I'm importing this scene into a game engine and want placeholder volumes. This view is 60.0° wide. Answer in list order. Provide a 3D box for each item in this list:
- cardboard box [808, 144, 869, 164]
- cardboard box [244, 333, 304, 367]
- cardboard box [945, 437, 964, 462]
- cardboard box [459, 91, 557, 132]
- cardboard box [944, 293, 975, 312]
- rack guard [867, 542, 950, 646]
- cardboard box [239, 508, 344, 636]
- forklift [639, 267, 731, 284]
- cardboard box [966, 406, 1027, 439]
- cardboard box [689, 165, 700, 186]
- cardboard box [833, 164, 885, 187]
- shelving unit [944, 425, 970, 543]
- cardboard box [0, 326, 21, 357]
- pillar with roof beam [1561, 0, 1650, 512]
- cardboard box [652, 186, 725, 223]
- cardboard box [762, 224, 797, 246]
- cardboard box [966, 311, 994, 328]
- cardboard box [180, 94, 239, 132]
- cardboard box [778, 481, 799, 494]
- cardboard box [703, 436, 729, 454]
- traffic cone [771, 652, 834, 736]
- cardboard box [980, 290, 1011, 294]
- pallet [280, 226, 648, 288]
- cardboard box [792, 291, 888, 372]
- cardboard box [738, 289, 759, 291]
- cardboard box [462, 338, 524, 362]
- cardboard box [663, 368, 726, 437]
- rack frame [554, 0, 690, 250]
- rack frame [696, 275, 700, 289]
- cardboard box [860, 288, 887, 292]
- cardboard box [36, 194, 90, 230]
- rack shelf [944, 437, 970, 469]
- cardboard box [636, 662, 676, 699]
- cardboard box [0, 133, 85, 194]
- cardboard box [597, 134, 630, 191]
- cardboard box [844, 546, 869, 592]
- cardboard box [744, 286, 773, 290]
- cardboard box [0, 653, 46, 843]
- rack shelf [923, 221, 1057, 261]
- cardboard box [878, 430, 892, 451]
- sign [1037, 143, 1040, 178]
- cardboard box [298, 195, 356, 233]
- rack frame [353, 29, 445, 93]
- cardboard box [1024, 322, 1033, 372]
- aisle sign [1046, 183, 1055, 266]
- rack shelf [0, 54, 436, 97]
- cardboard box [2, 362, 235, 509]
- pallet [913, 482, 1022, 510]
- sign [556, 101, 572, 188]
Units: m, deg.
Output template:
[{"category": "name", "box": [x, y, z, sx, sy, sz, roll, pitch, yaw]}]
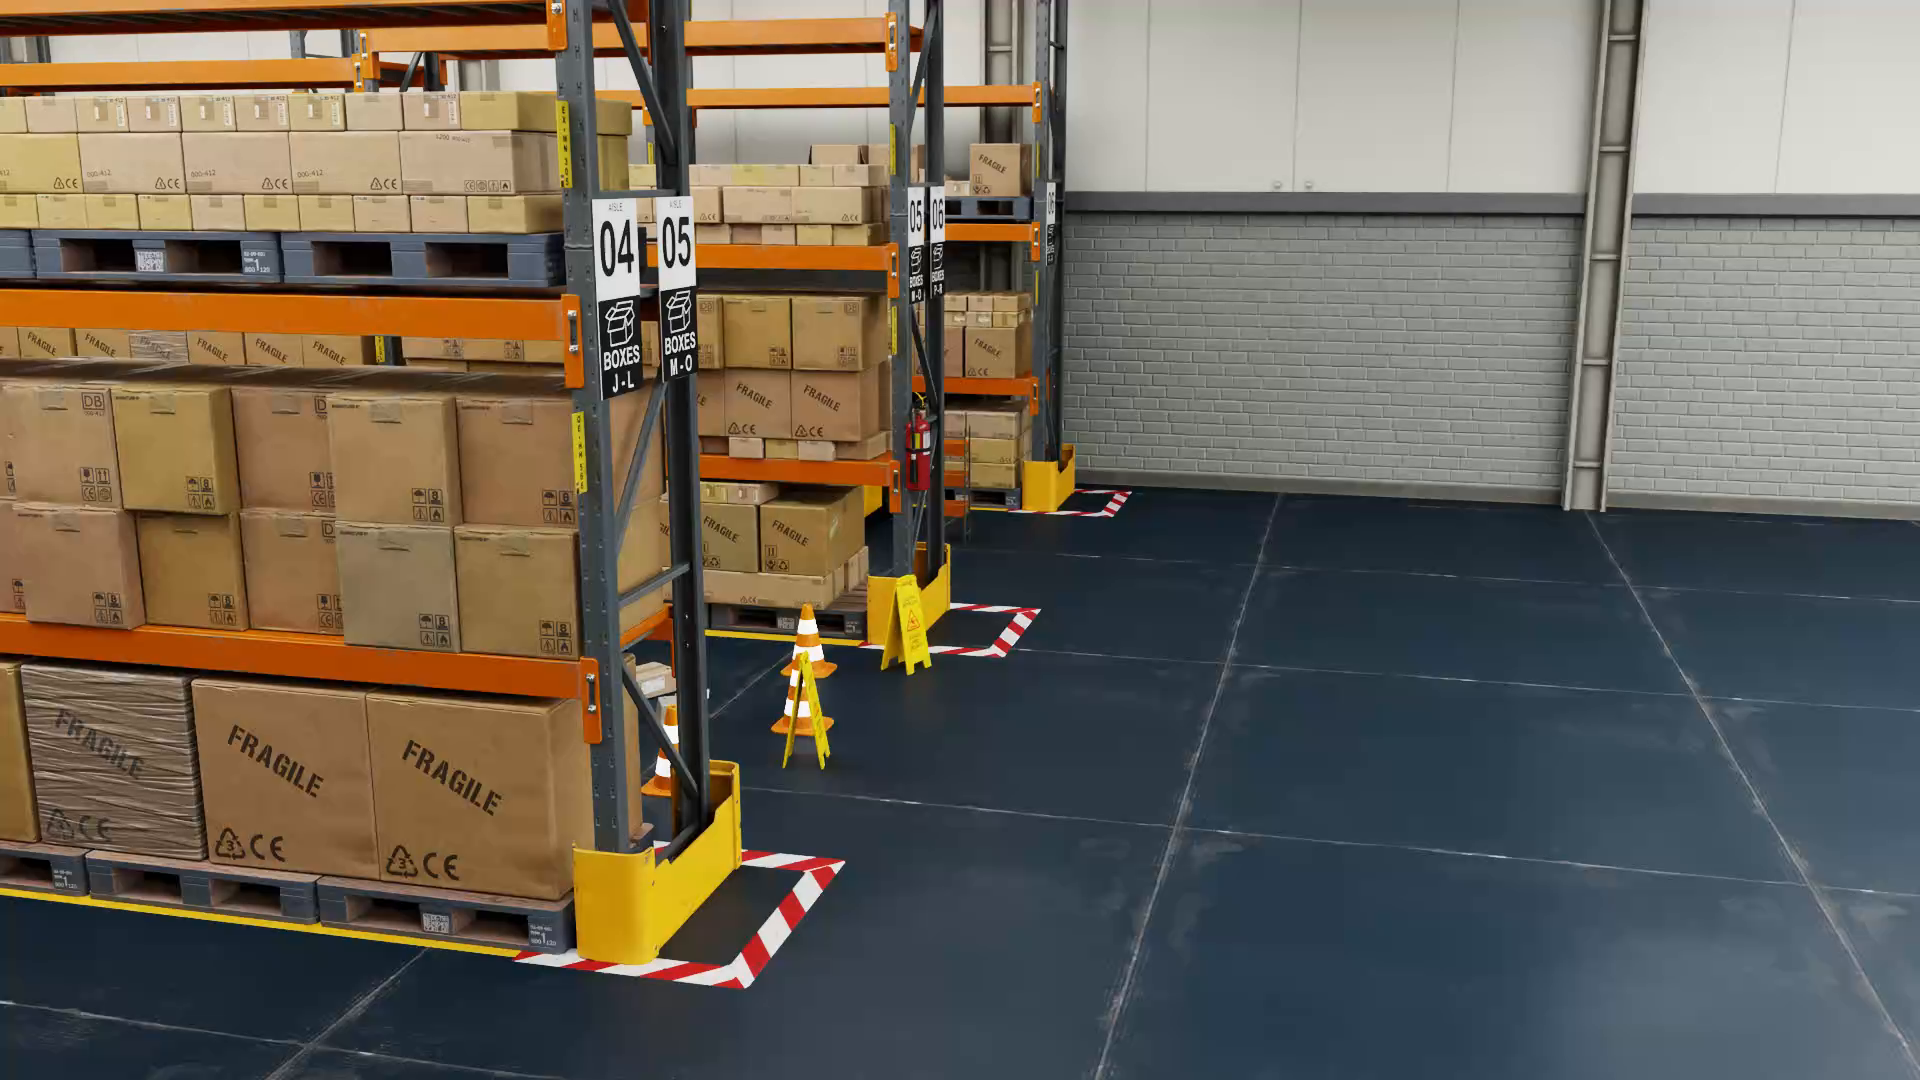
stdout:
[{"category": "cardboard box", "box": [-1.127, -3.725, 16.752, 0.637, 0.503, 0.797, 3, 13, 15]}, {"category": "cardboard box", "box": [-5.164, -1.436, 12.911, 0.500, 0.500, 0.500, 3, 13, 14]}, {"category": "cardboard box", "box": [-0.142, -0.967, 16.907, 0.500, 0.250, 0.500, 3, 13, 13]}, {"category": "cardboard box", "box": [-1.792, -1.713, 6.660, 0.250, 0.149, 0.380, 3, 13, 14]}, {"category": "cardboard box", "box": [-0.016, -2.372, 16.599, 0.250, 0.149, 0.380, 3, 13, 15]}, {"category": "rack guard", "box": [-0.369, 0.388, 12.347, 0.348, 0.500, 1.175, 3, 13, 14]}, {"category": "cardboard box", "box": [-2.807, 0.055, 7.729, 0.550, 0.550, 0.875, 3, 13, 14]}, {"category": "forklift", "box": [-2.901, -1.799, 16.594, 1.130, 2.935, 3.031, 12, 17, 43]}, {"category": "cardboard box", "box": [0.368, -1.181, 16.720, 0.500, 0.250, 0.500, 4, 13, 15]}, {"category": "cardboard box", "box": [-1.905, -2.603, 11.871, 0.250, 0.149, 0.380, 3, 13, 12]}, {"category": "cardboard box", "box": [-0.695, -2.515, 11.474, 0.250, 0.149, 0.380, 3, 13, 14]}, {"category": "shelving unit", "box": [-0.052, -0.515, 15.149, 0.252, 1.050, 0.215, 3, 13, 14]}, {"category": "cardboard box", "box": [-7.681, -1.571, 13.517, 0.500, 0.500, 0.500, 3, 13, 12]}, {"category": "pillar with roof beam", "box": [5.224, -3.810, 11.648, 0.400, 9.000, 9.100, 3, 13, 14]}, {"category": "cardboard box", "box": [-1.850, -2.387, 11.818, 0.500, 0.250, 0.500, 3, 13, 15]}, {"category": "cardboard box", "box": [-1.208, -2.157, 11.701, 0.250, 0.149, 0.380, 3, 13, 15]}, {"category": "cardboard box", "box": [0.231, -2.204, 16.530, 0.250, 0.149, 0.380, 3, 13, 14]}, {"category": "cardboard box", "box": [-3.026, -1.779, 6.958, 0.250, 0.149, 0.380, 3, 13, 13]}, {"category": "cardboard box", "box": [-1.544, -0.184, 12.804, 0.500, 0.500, 0.500, 3, 13, 11]}, {"category": "cardboard box", "box": [-1.698, -0.738, 12.229, 0.250, 0.149, 0.380, 3, 13, 14]}, {"category": "traffic cone", "box": [-0.958, 0.910, 10.080, 0.334, 0.463, 0.336, 3, 13, 14]}, {"category": "cardboard box", "box": [0.372, -2.472, 17.053, 0.250, 0.149, 0.380, 4, 13, 15]}, {"category": "pallet", "box": [-2.106, -1.240, 7.191, 1.213, 0.211, 1.003, 3, 13, 14]}, {"category": "cardboard box", "box": [-0.844, -1.491, 11.820, 0.500, 0.500, 0.700, 3, 13, 12]}, {"category": "cardboard box", "box": [-2.230, -2.506, 17.204, 0.250, 0.149, 0.380, 3, 13, 12]}, {"category": "cardboard box", "box": [-3.313, -1.619, 12.394, 0.500, 0.500, 0.700, 3, 13, 14]}, {"category": "cardboard box", "box": [-1.858, -1.046, 12.123, 0.500, 0.500, 0.500, 3, 13, 13]}, {"category": "rack frame", "box": [-1.383, -2.711, 6.693, 0.127, 3.000, 1.000, 3, 13, 14]}, {"category": "rack frame", "box": [-2.993, -2.080, 17.700, 0.127, 3.000, 1.000, 3, 13, 14]}, {"category": "cardboard box", "box": [-0.880, -2.532, 17.321, 0.250, 0.149, 0.380, 3, 13, 14]}, {"category": "cardboard box", "box": [-3.758, -1.429, 7.221, 0.250, 0.149, 0.380, 3, 13, 14]}, {"category": "rack shelf", "box": [-0.052, -0.782, 15.090, 0.240, 0.259, 0.215, 3, 13, 14]}, {"category": "cardboard box", "box": [-2.051, 0.920, 10.759, 0.250, 0.149, 0.380, 12, 17, 43]}, {"category": "cardboard box", "box": [-3.879, -1.644, 7.268, 0.500, 0.250, 0.500, 3, 13, 13]}, {"category": "cardboard box", "box": [-1.790, -1.651, 7.302, 0.500, 0.250, 0.500, 3, 13, 13]}, {"category": "cardboard box", "box": [-1.012, 0.209, 12.762, 0.500, 0.250, 0.500, 3, 13, 13]}, {"category": "cardboard box", "box": [-2.117, -2.605, 17.651, 0.250, 0.149, 0.380, 3, 13, 13]}, {"category": "cardboard box", "box": [-4.673, 0.890, 8.250, 0.875, 0.875, 0.875, 3, 13, 14]}, {"category": "rack shelf", "box": [-1.052, -3.089, 16.985, 4.000, 0.370, 1.077, 3, 13, 14]}, {"category": "cardboard box", "box": [-0.576, -0.767, 12.361, 0.250, 0.149, 0.380, 3, 13, 14]}, {"category": "sign", "box": [0.747, -3.617, 15.841, 0.005, 0.325, 0.100, 3, 13, 14]}, {"category": "cardboard box", "box": [-2.527, -1.363, 6.924, 0.250, 0.149, 0.380, 3, 13, 14]}, {"category": "rack frame", "box": [-4.179, -3.965, 12.344, 0.127, 3.000, 1.000, 3, 13, 14]}, {"category": "cardboard box", "box": [0.476, -2.005, 17.132, 0.500, 0.500, 0.500, 3, 13, 15]}, {"category": "aisle sign", "box": [0.884, -3.076, 16.189, 0.004, 0.787, 0.394, 3, 13, 14]}, {"category": "rack shelf", "box": [-6.121, -3.522, 12.933, 4.000, 0.370, 1.077, 3, 13, 14]}, {"category": "cardboard box", "box": [-3.864, -0.503, 7.752, 0.550, 0.550, 0.875, 3, 13, 14]}, {"category": "pallet", "box": [0.138, -0.542, 17.205, 1.213, 0.211, 1.003, 3, 13, 14]}, {"category": "sign", "box": [-1.527, -1.527, 6.420, 0.005, 0.325, 0.100, 3, 13, 14]}]
